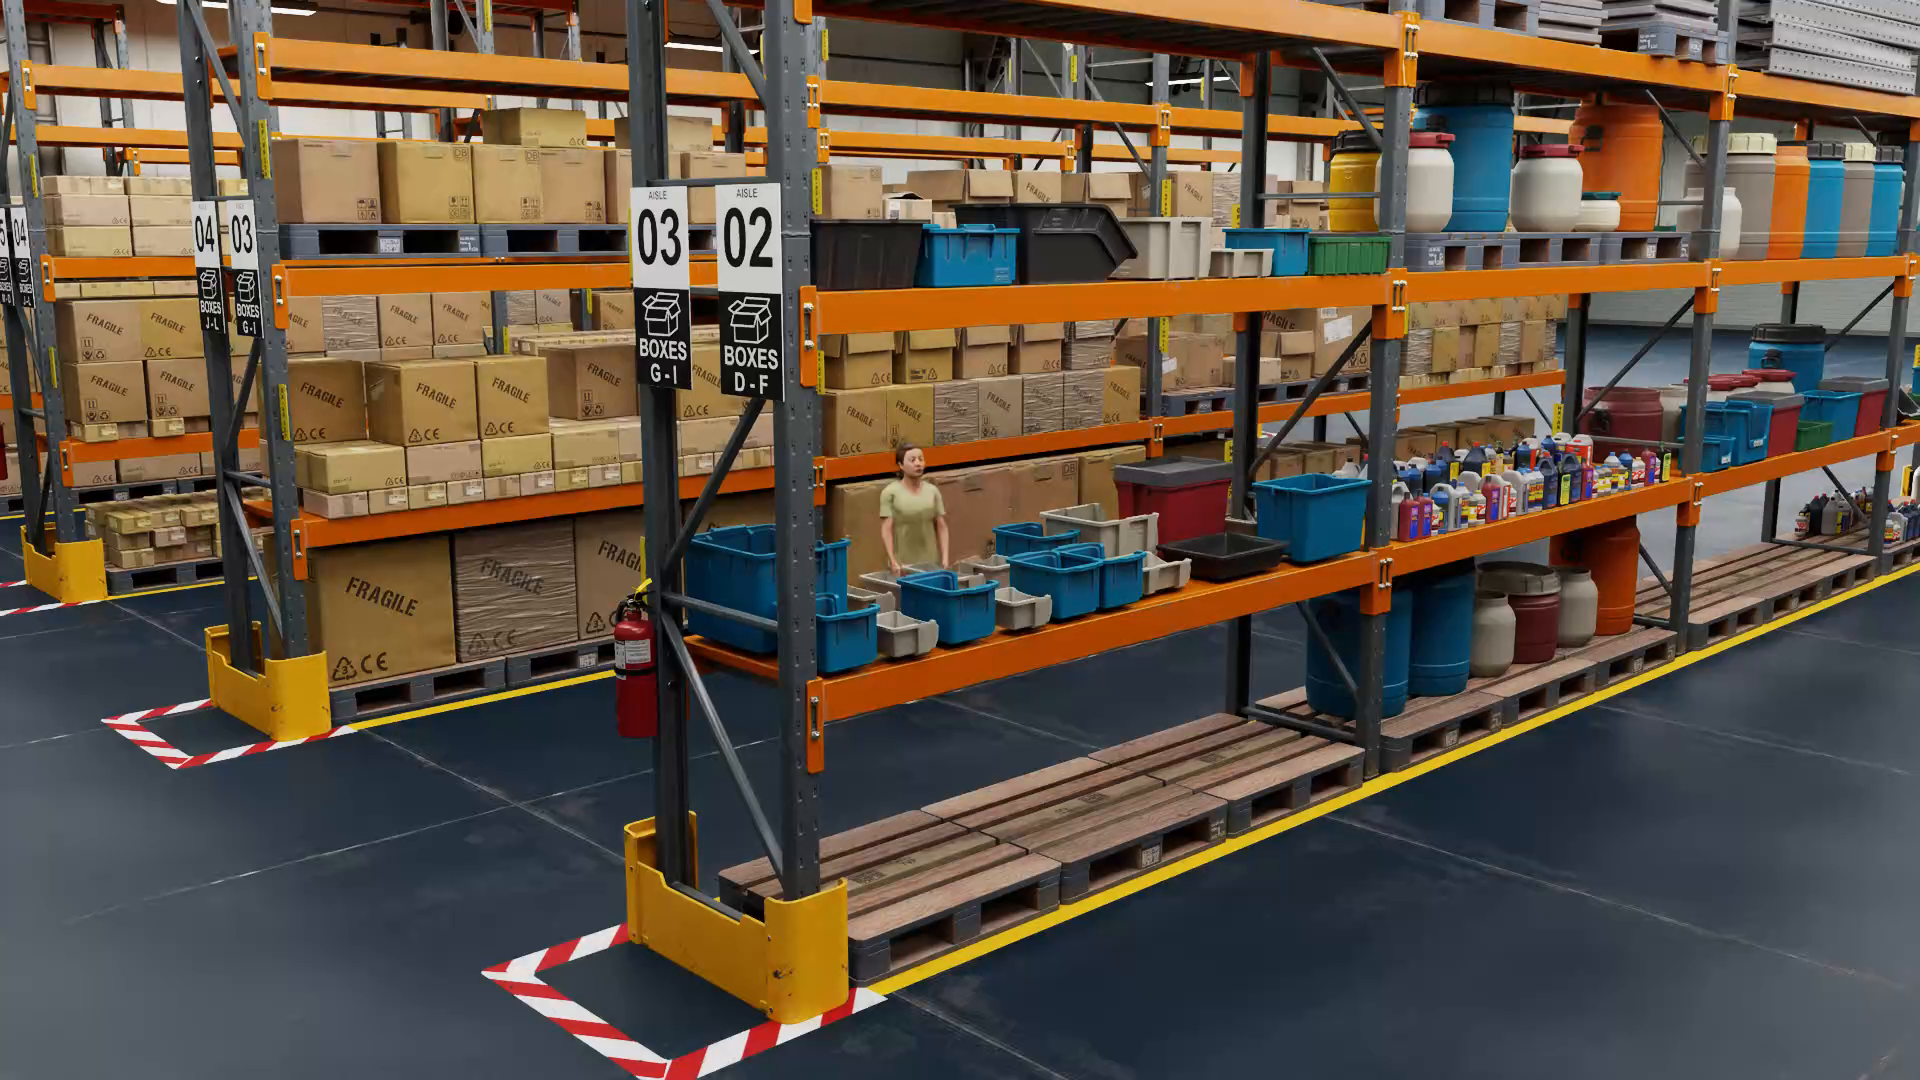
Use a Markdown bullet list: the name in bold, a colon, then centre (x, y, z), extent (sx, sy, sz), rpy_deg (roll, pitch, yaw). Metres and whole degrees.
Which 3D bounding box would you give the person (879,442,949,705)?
- **person**: centre (-0.273, 0.202, 10.830), extent (0.472, 1.671, 0.546), rpy_deg (-5, 12, -24)
